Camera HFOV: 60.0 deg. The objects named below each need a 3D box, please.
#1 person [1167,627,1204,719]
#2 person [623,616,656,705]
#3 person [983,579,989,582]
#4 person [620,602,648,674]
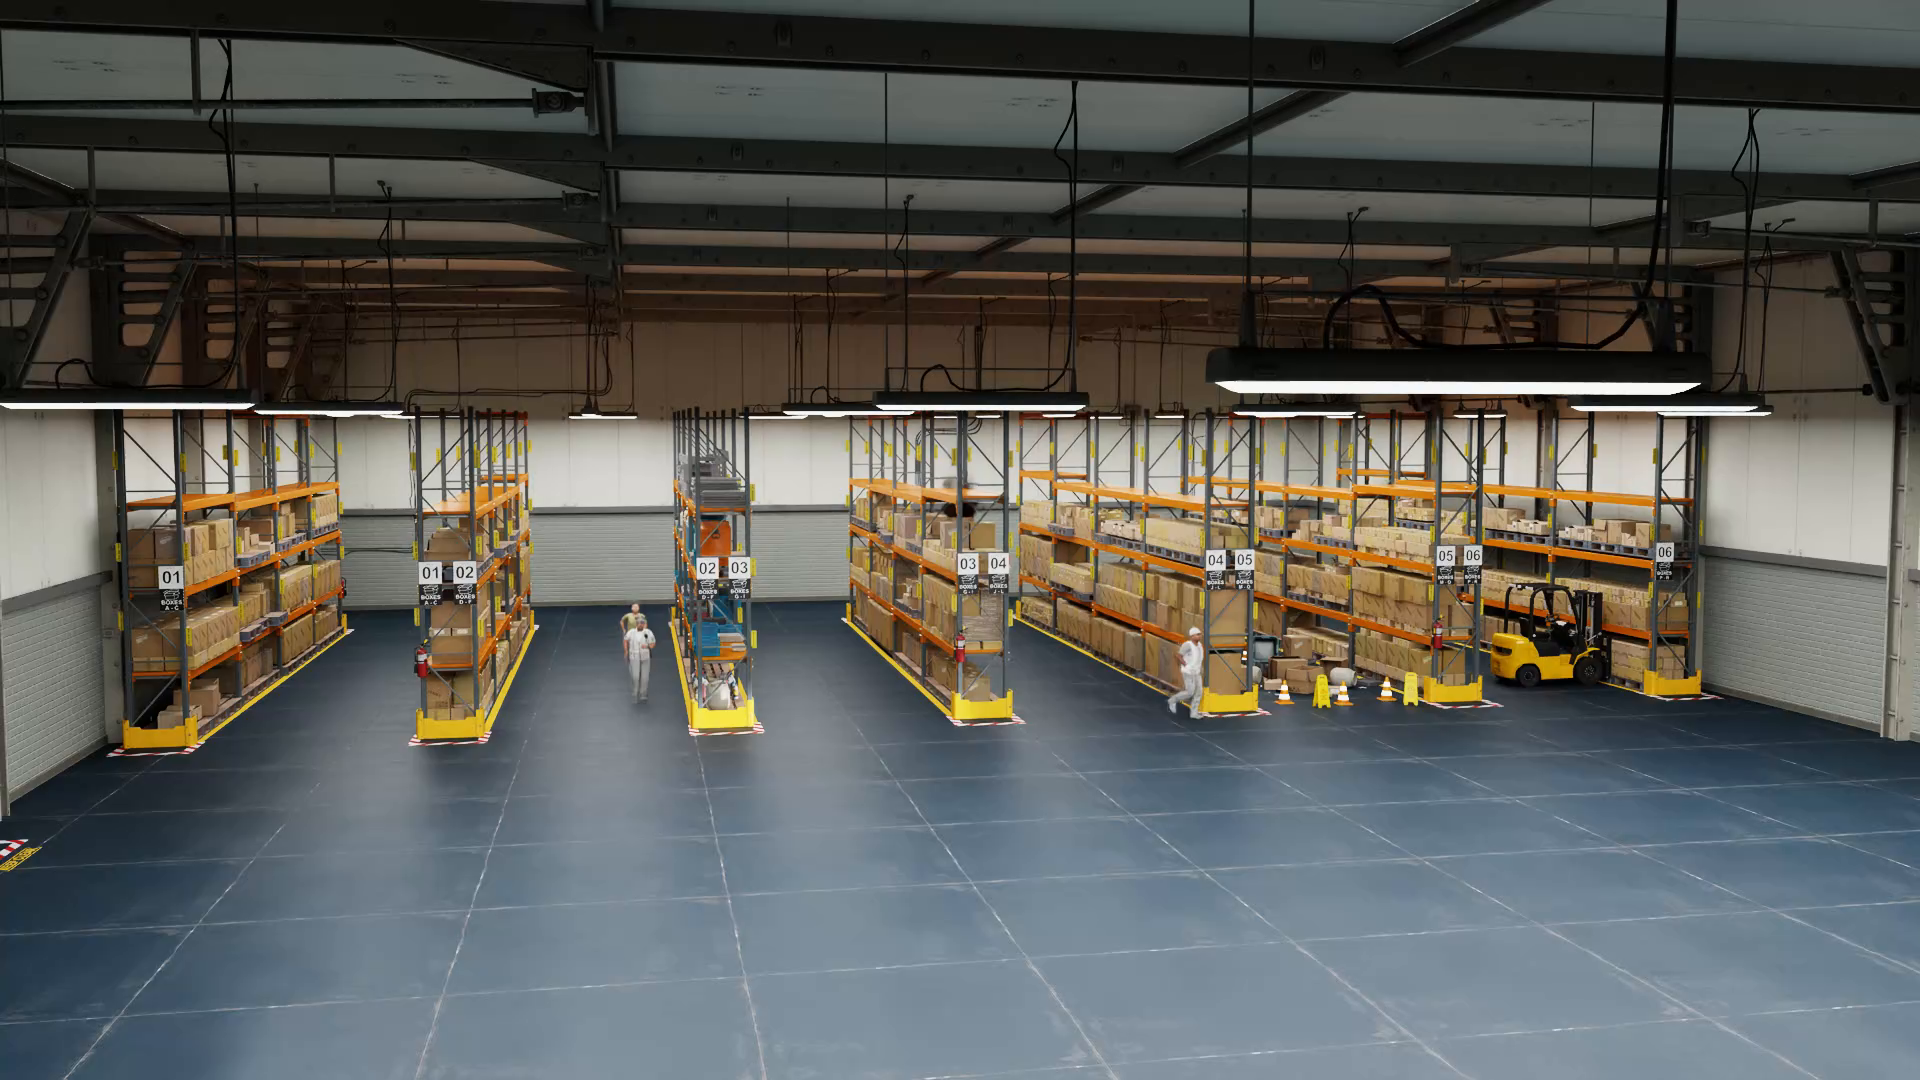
[{"bbox_3d":[4.435,2.560,32.242,0.746,1.760,0.712,3,5,33],"label":"person"},{"bbox_3d":[-6.511,2.443,33.832,0.634,1.828,0.731,-1,4,-15],"label":"person"},{"bbox_3d":[0.501,1.409,48.658,0.741,1.698,0.555,3,5,38],"label":"person"},{"bbox_3d":[-7.330,2.216,37.507,0.565,1.639,0.599,-1,4,-20],"label":"person"}]
